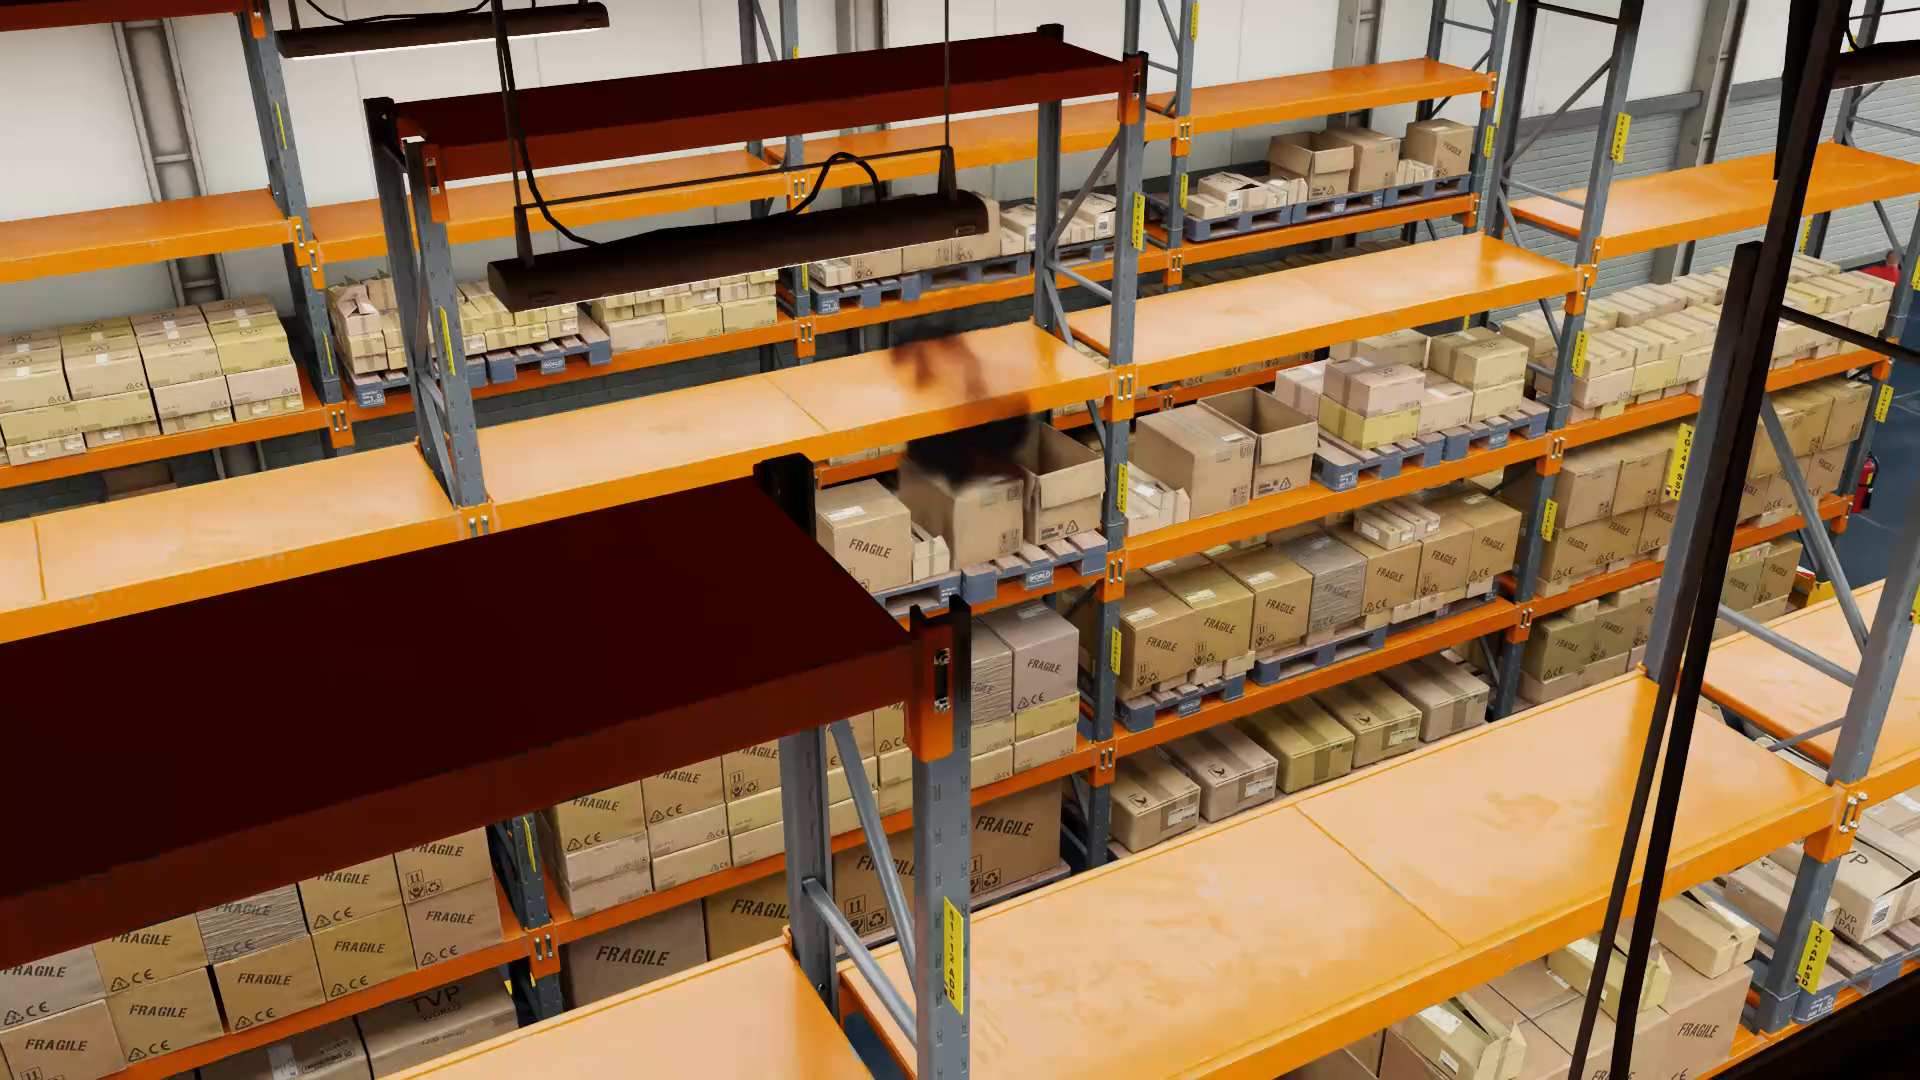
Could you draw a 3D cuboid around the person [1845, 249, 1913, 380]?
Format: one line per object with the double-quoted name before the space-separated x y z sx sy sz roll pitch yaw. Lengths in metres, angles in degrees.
"person" 11.067 -2.638 20.186 0.691 1.768 0.972 24 36 38
